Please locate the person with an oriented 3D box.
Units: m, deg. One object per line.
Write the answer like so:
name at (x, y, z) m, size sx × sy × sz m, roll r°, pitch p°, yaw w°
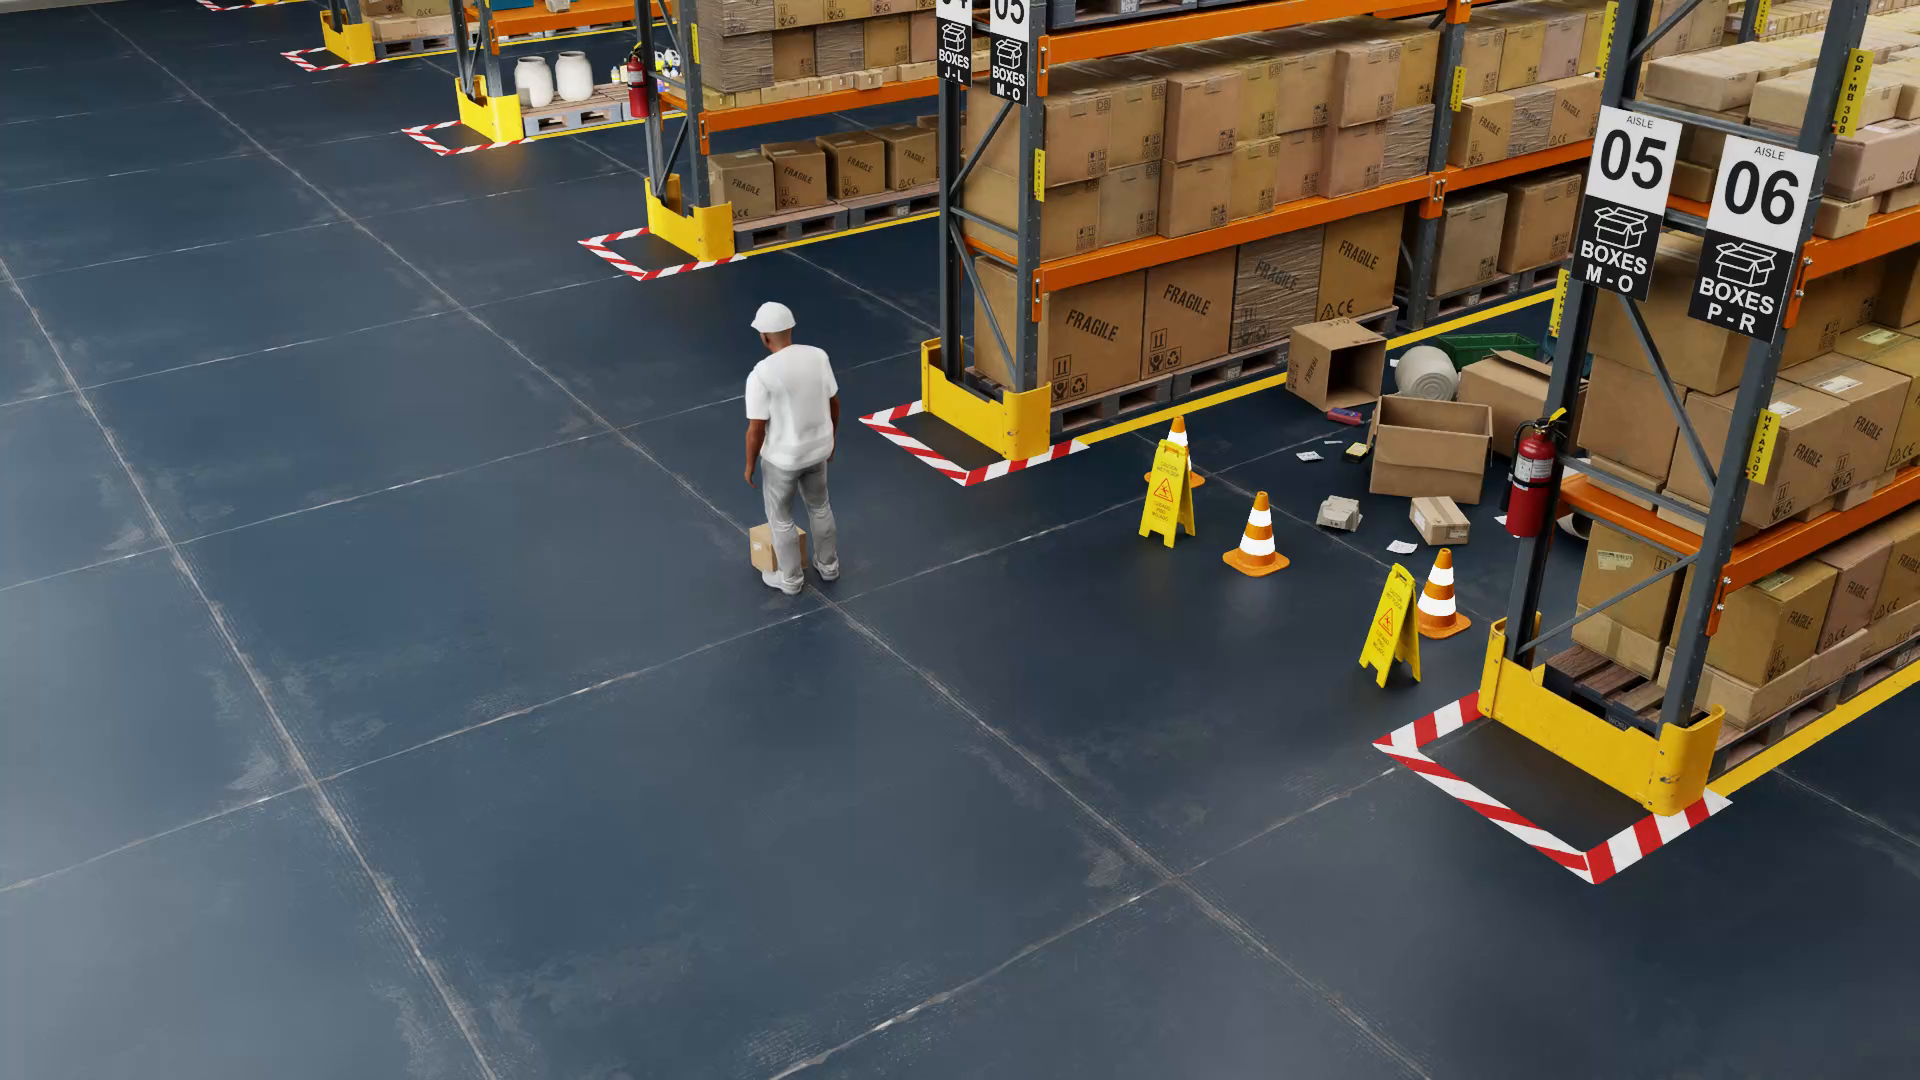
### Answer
person at (-0.971, -0.521, 9.573) m, size 0.634 × 1.756 × 0.458 m, roll -21°, pitch 35°, yaw -34°
